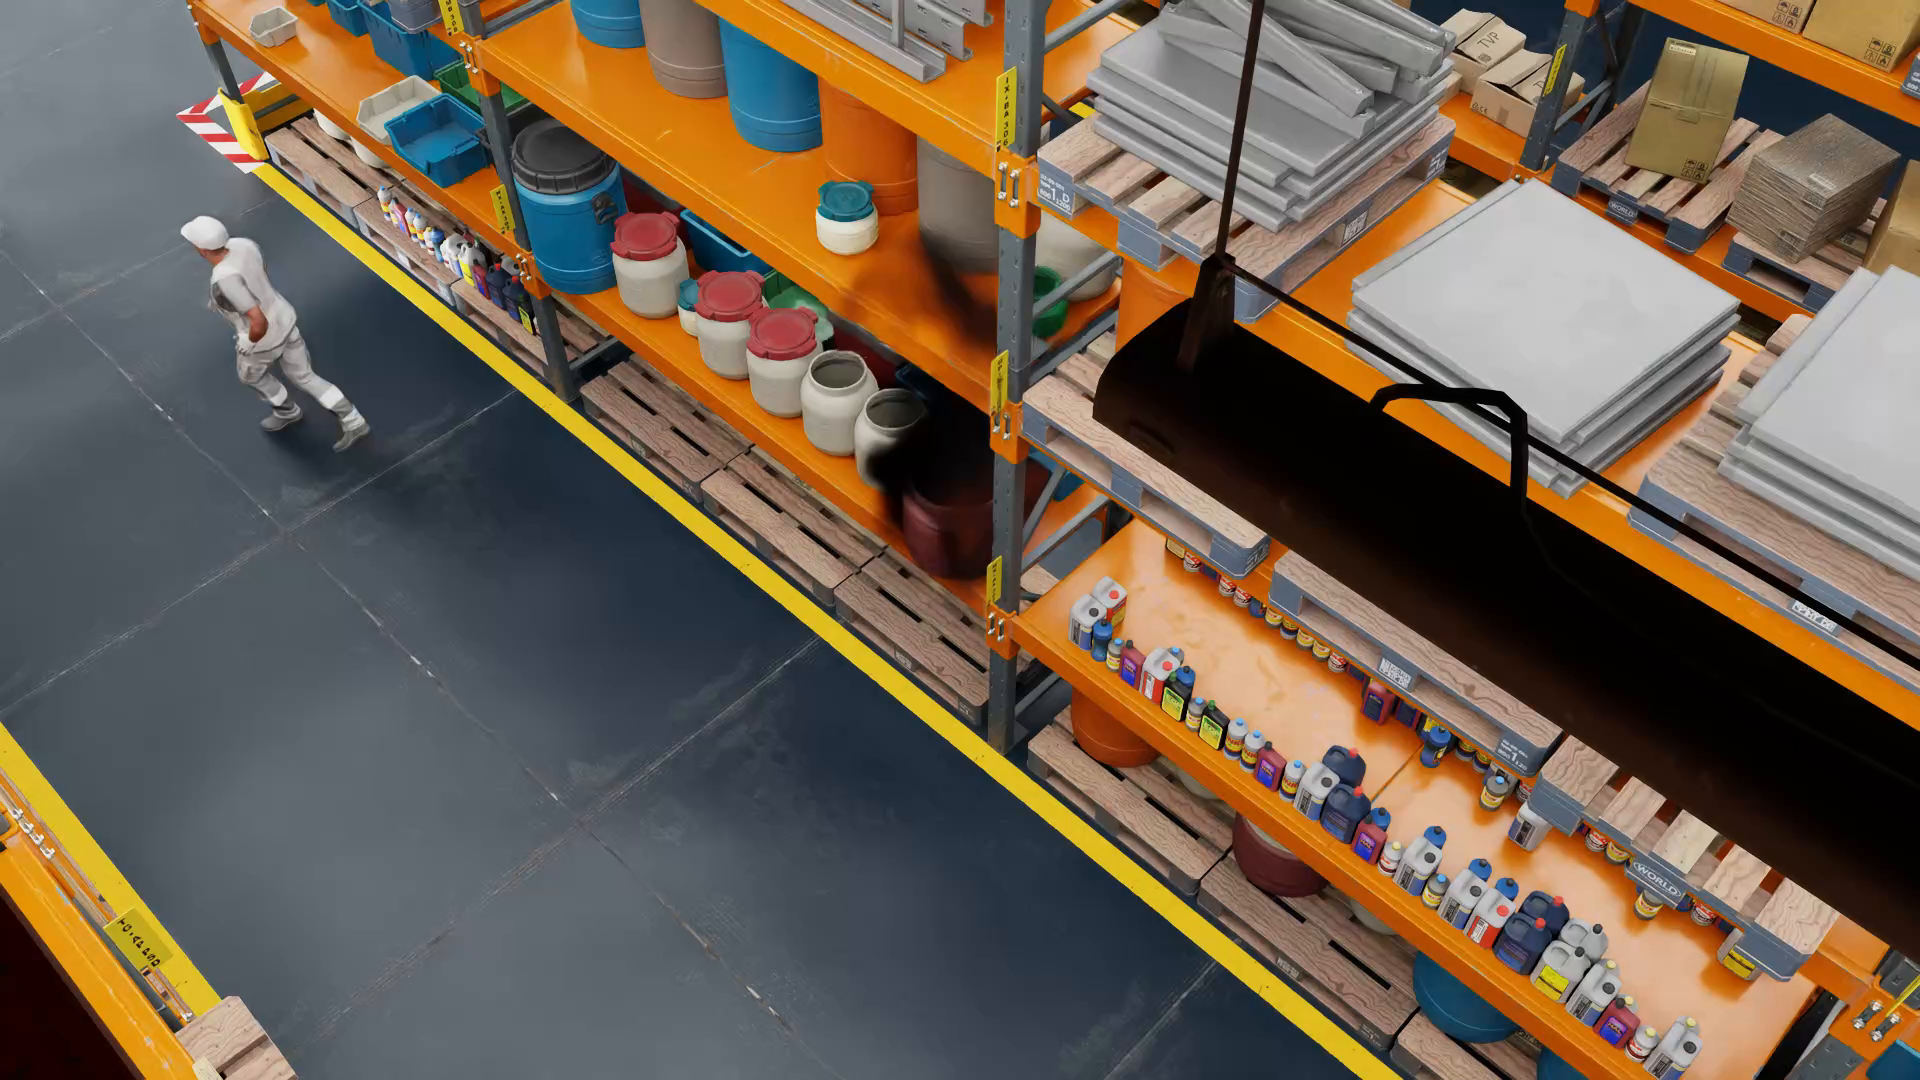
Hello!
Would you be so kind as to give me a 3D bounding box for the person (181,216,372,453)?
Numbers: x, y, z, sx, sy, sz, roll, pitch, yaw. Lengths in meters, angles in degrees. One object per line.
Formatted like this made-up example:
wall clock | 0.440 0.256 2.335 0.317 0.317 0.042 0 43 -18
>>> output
person | -4.199 -1.281 10.309 0.856 1.765 0.620 9 51 7
